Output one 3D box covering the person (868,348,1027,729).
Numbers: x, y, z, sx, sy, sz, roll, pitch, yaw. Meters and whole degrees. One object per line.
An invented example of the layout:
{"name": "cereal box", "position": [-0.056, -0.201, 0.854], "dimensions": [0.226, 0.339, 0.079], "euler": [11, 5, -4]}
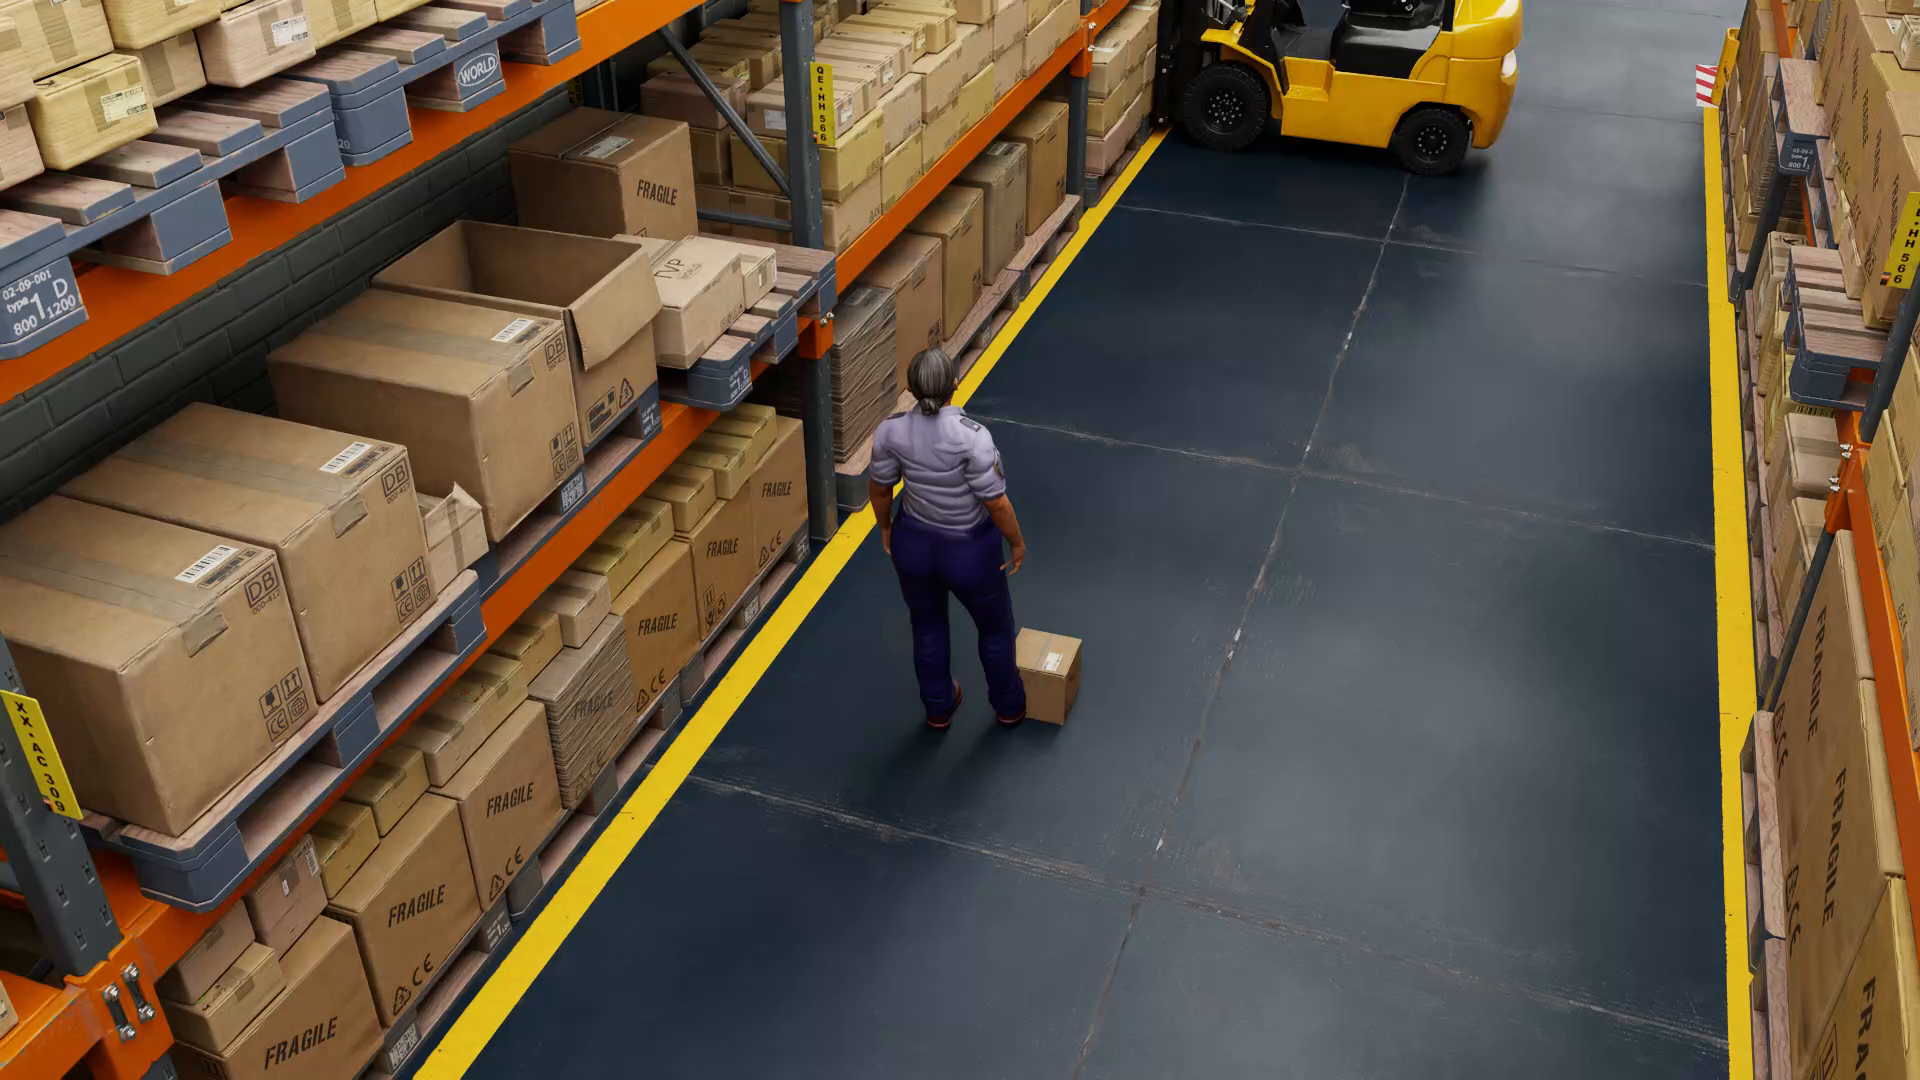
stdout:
{"name": "person", "position": [-0.002, -0.008, 6.155], "dimensions": [0.599, 1.643, 0.504], "euler": [11, 35, 16]}
